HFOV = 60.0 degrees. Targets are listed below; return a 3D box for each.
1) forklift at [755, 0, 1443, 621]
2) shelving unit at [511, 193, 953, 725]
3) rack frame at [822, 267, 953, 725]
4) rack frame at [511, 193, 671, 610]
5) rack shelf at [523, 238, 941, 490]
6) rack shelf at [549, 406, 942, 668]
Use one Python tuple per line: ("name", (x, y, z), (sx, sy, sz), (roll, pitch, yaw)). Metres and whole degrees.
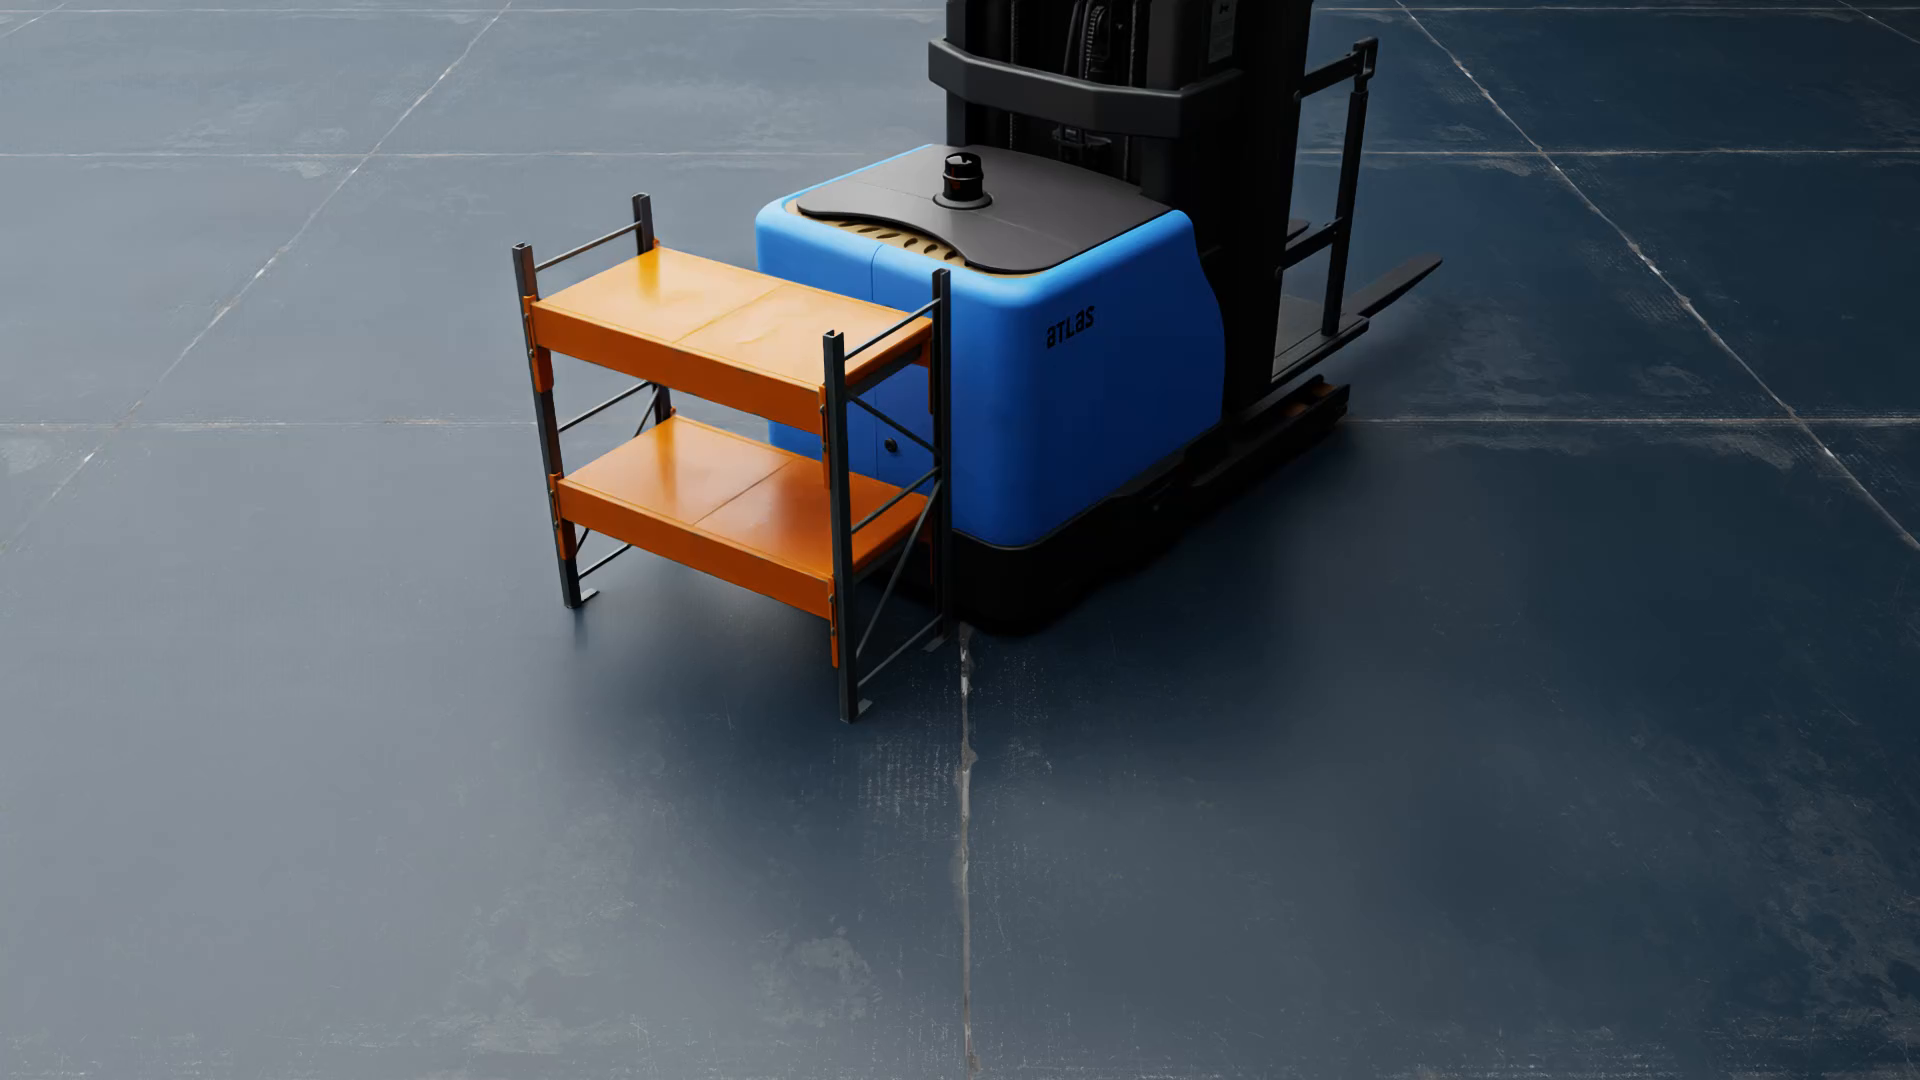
("forklift", (0.724, -1.715, 5.250), (1.130, 2.935, 3.031), (23, 38, 33))
("shelving unit", (-0.597, -0.244, 4.568), (1.048, 1.125, 0.538), (19, 36, 28))
("rack frame", (-0.171, -0.100, 4.330), (0.032, 1.125, 0.500), (19, 36, 28))
("rack frame", (-1.023, -0.388, 4.805), (0.032, 1.125, 0.500), (19, 36, 28))
("rack shelf", (-0.597, -0.494, 4.416), (1.000, 0.278, 0.538), (19, 36, 28))
("rack shelf", (-0.597, -0.035, 4.695), (1.000, 0.278, 0.538), (19, 36, 28))
